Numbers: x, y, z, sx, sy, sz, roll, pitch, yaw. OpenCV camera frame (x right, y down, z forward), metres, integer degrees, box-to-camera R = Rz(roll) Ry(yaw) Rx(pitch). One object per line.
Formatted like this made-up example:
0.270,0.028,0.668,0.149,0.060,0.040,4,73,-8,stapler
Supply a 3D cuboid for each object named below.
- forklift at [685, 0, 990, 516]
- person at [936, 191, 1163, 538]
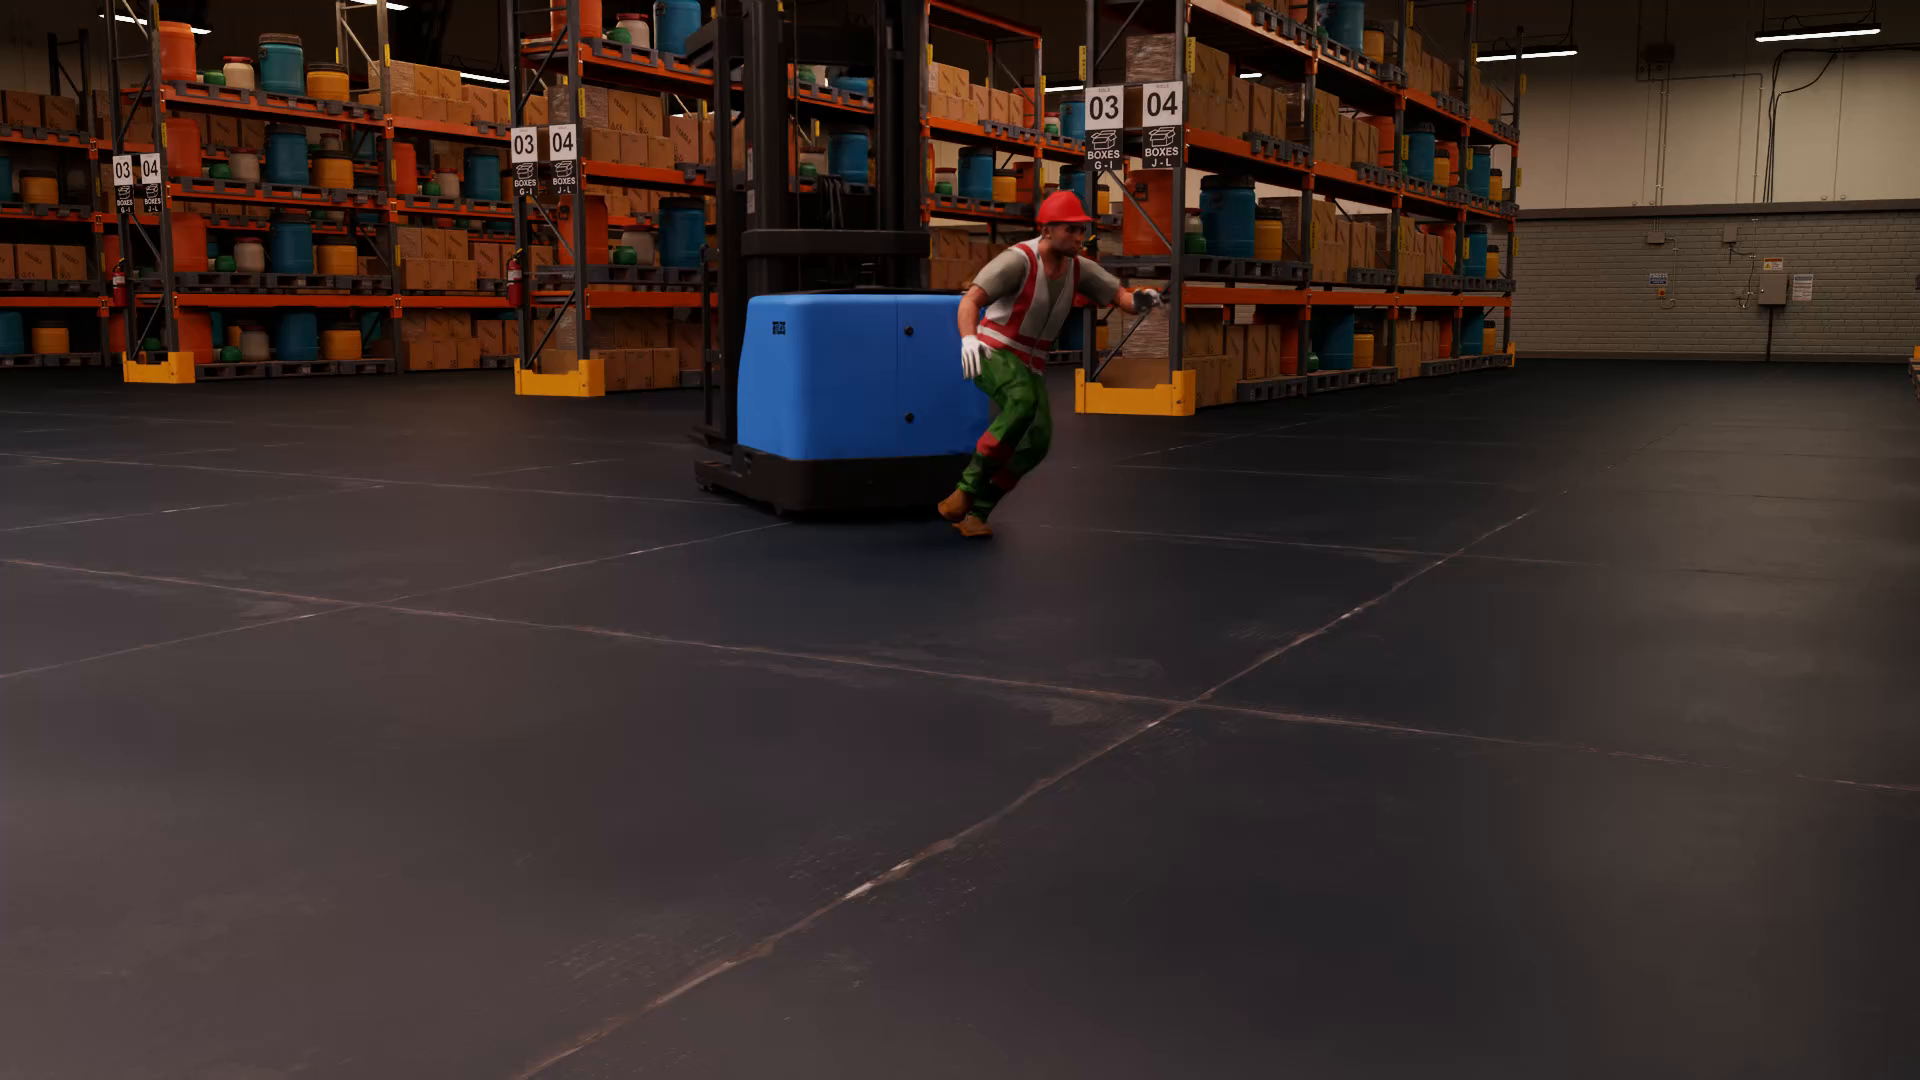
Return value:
-0.855,-1.730,9.126,1.130,2.935,3.031,-3,8,-22,forklift
0.348,-0.770,7.357,0.919,1.528,1.067,7,11,42,person
